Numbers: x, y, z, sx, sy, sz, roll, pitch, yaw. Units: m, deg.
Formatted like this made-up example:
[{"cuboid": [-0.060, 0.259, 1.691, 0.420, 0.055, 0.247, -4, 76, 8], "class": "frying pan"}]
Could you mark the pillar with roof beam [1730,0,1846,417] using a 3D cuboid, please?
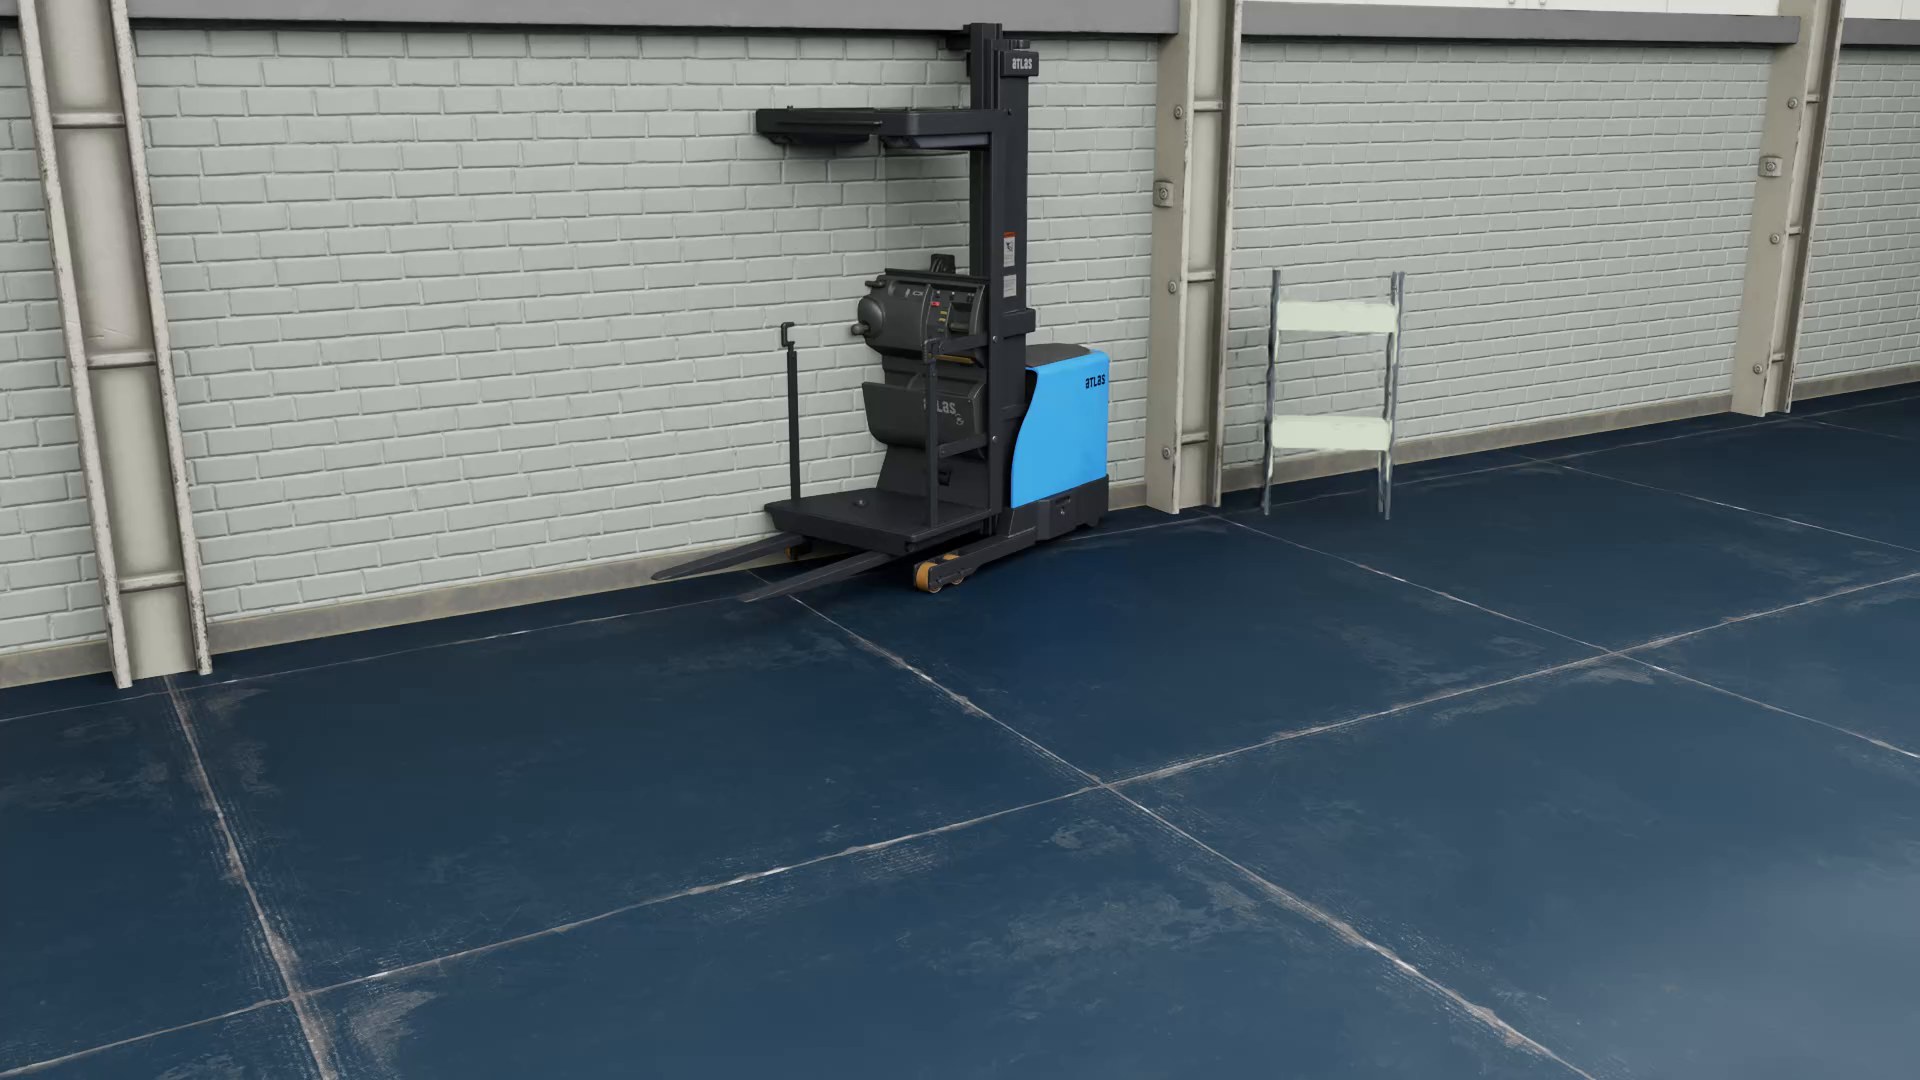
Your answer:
[{"cuboid": [8.791, -4.396, 8.921, 0.400, 9.000, 9.100, -9, 18, -30], "class": "pillar with roof beam"}]

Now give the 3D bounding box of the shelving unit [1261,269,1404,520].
[{"cuboid": [2.296, -0.912, 10.315, 0.755, 1.500, 0.431, 2, 11, 7], "class": "shelving unit"}]

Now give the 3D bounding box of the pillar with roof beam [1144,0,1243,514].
[{"cuboid": [3.647, -3.562, 5.946, 0.400, 9.000, 9.100, -9, 18, -30], "class": "pillar with roof beam"}]

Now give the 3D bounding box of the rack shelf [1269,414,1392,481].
[{"cuboid": [2.291, -0.592, 10.375, 0.720, 0.370, 0.431, 2, 11, 7], "class": "rack shelf"}]

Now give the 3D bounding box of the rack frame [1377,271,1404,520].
[{"cuboid": [2.659, -0.899, 10.271, 0.023, 1.500, 0.400, 2, 11, 7], "class": "rack frame"}]

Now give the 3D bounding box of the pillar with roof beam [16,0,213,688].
[{"cuboid": [-1.496, -2.728, 2.970, 0.400, 9.000, 9.100, -9, 18, -30], "class": "pillar with roof beam"}]

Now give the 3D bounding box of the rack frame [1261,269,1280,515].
[{"cuboid": [1.933, -0.926, 10.360, 0.023, 1.500, 0.400, 2, 11, 7], "class": "rack frame"}]

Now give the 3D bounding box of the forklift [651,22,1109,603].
[{"cuboid": [-0.382, -1.276, 9.033, 1.130, 2.935, 3.031, 12, 19, 36], "class": "forklift"}]

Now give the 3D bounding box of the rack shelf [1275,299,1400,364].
[{"cuboid": [2.301, -1.296, 10.243, 0.720, 0.370, 0.431, 2, 11, 7], "class": "rack shelf"}]
